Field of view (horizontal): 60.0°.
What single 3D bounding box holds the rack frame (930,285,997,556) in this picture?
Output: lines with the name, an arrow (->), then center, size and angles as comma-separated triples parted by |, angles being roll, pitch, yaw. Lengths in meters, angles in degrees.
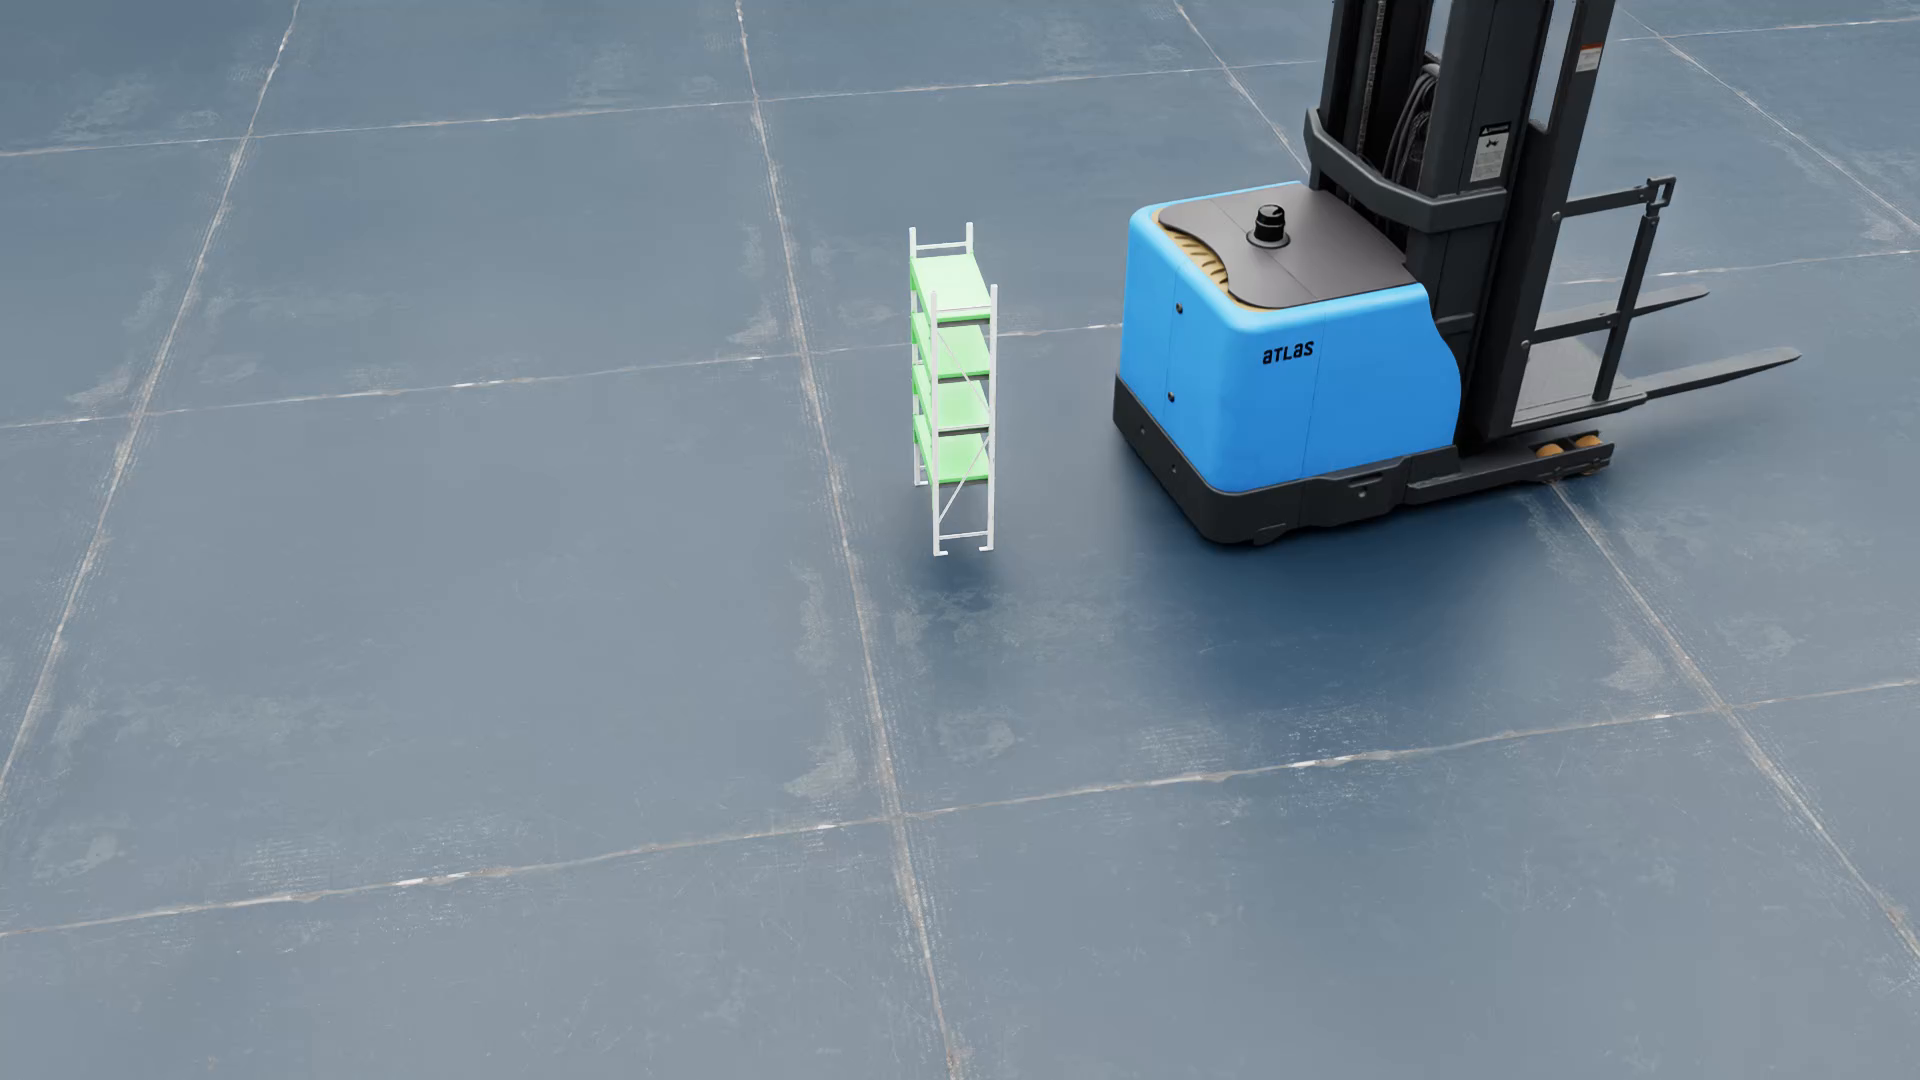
rack frame -> 0.014, -0.426, 6.321 | 0.240, 1.200, 0.015 | -6, 38, -8

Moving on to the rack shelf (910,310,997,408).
rack shelf -> -0.029, -0.713, 6.403 | 0.258, 0.148, 0.480 | -6, 38, -8

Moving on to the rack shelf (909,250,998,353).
rack shelf -> -0.029, -0.902, 6.255 | 0.258, 0.148, 0.480 | -6, 38, -8

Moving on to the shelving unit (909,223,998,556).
shelving unit -> -0.029, -0.574, 6.511 | 0.258, 1.200, 0.503 | -6, 38, -8

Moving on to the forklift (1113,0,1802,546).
forklift -> 2.245, -1.688, 6.533 | 3.031, 2.935, 1.130 | -13, 40, -16

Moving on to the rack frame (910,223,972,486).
rack frame -> -0.072, -0.721, 6.700 | 0.240, 1.200, 0.015 | -6, 38, -8

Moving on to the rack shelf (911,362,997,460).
rack shelf -> -0.029, -0.523, 6.550 | 0.258, 0.148, 0.480 | -6, 38, -8

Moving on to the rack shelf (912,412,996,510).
rack shelf -> -0.029, -0.334, 6.697 | 0.258, 0.148, 0.480 | -6, 38, -8
